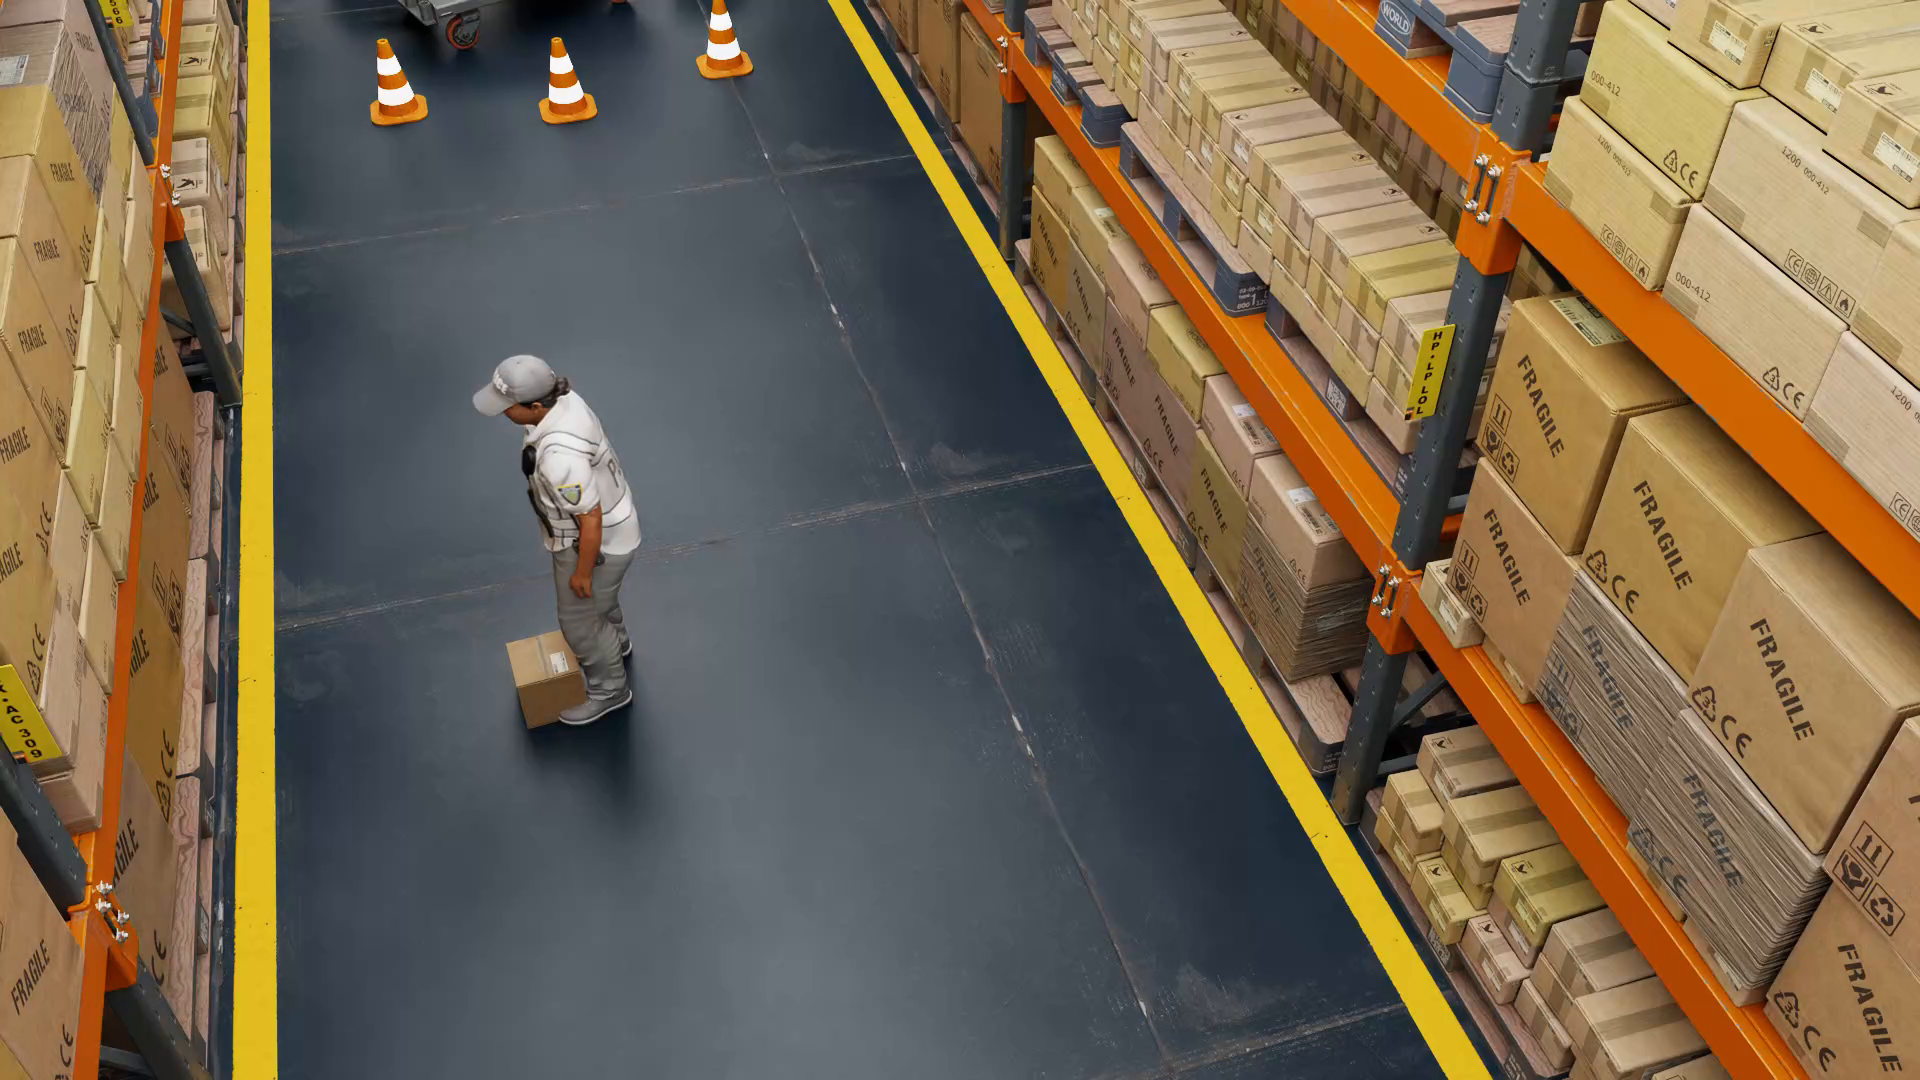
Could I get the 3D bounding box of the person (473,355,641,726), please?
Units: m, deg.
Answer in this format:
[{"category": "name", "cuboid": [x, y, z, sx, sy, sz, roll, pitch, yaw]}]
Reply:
[{"category": "person", "cuboid": [-1.435, -0.024, 6.182, 0.473, 1.666, 0.547, -12, 44, -13]}]
